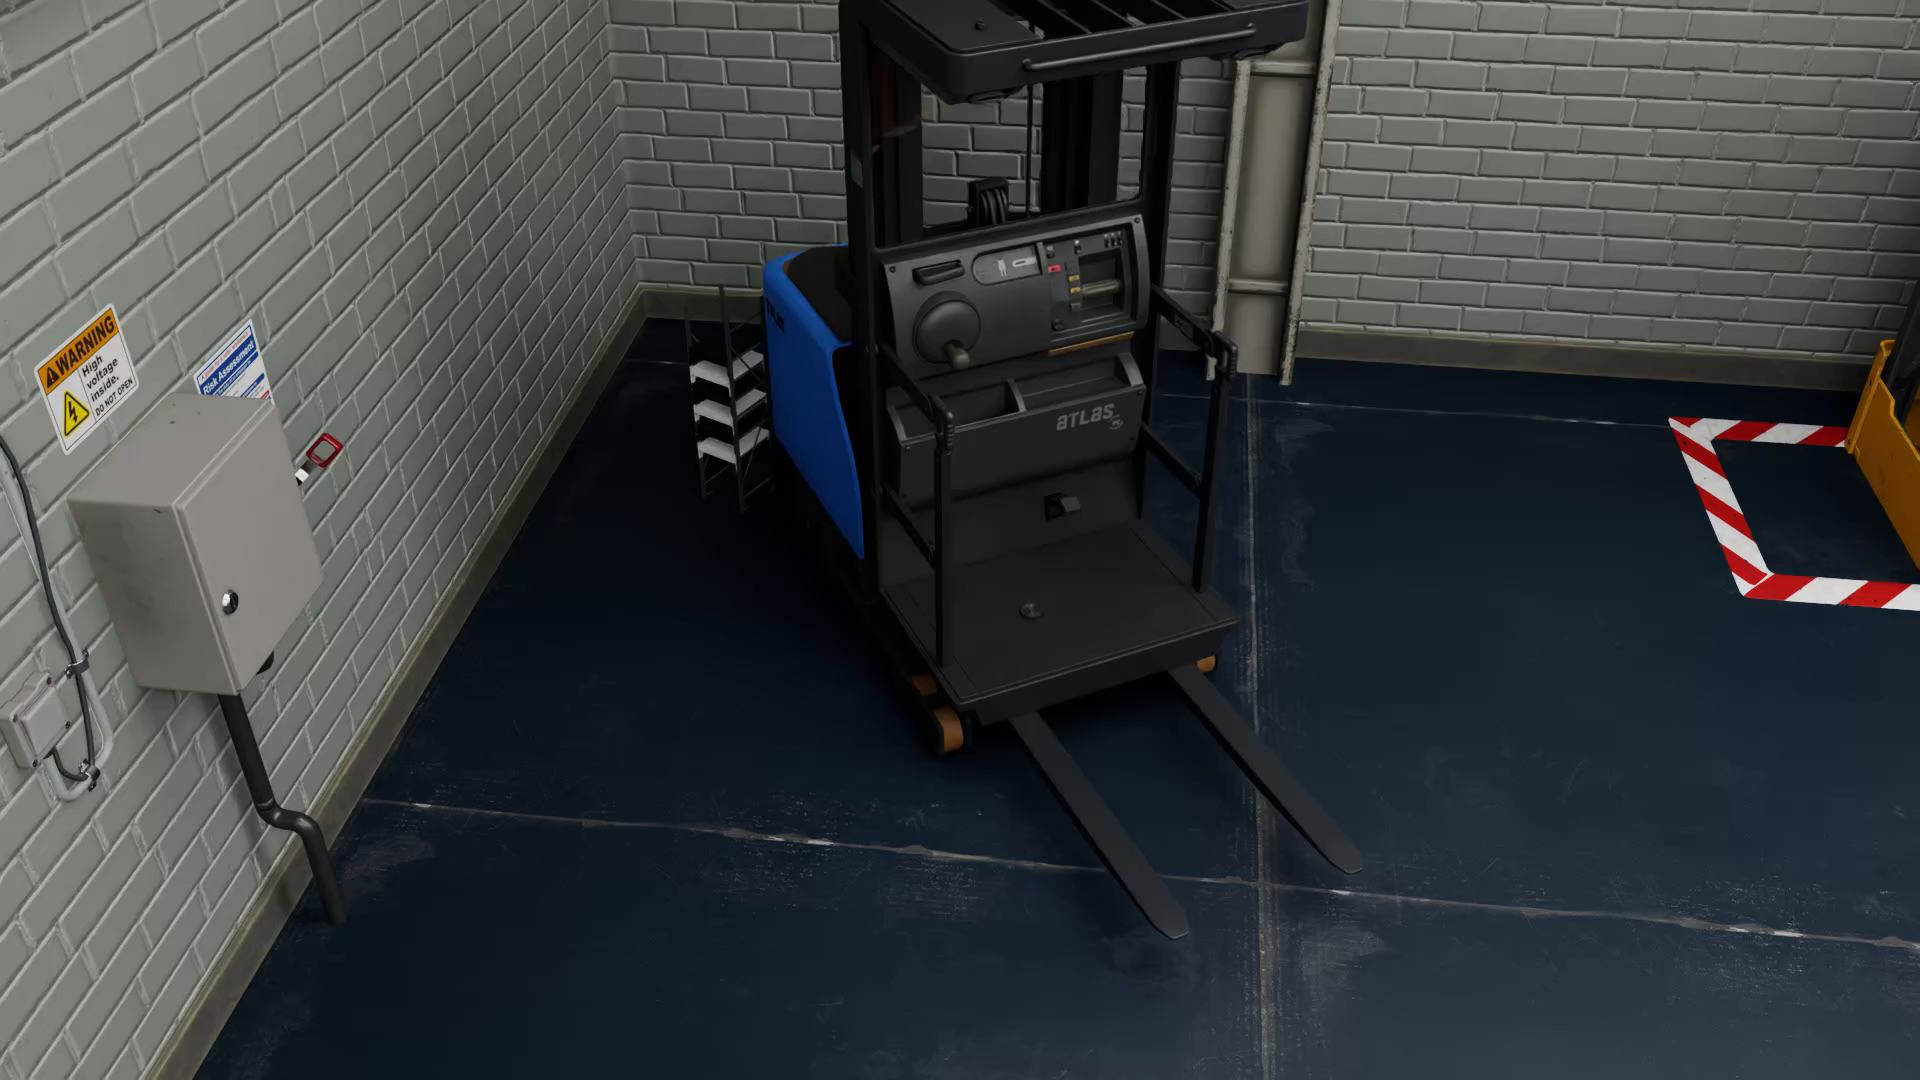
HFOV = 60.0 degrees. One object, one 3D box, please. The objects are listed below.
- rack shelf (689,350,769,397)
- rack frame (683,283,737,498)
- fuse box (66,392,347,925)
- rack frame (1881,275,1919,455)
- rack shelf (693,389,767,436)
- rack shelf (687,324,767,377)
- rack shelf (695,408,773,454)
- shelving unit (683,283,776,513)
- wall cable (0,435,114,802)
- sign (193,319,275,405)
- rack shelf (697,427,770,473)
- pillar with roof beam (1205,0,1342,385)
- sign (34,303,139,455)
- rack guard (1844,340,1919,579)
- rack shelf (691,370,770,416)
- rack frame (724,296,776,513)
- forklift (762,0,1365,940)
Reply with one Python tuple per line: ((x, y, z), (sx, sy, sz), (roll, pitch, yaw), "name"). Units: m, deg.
((-0.928, -0.689, 6.687), (0.200, 0.077, 0.258), (21, 40, 26), "rack shelf")
((-1.015, -0.602, 6.817), (0.006, 0.900, 0.240), (21, 40, 26), "rack frame")
((-1.885, 0.454, 4.641), (0.414, 1.711, 0.539), (4, 36, 6), "fuse box")
((3.927, -1.328, 6.028), (0.127, 3.000, 1.000), (4, 36, 6), "rack frame")
((-0.929, -0.543, 6.792), (0.200, 0.077, 0.258), (21, 40, 26), "rack shelf")
((-0.927, -0.762, 6.635), (0.200, 0.077, 0.258), (21, 40, 26), "rack shelf")
((-0.929, -0.470, 6.845), (0.200, 0.077, 0.258), (21, 40, 26), "rack shelf")
((-0.929, -0.570, 6.773), (0.210, 0.900, 0.258), (21, 40, 26), "shelving unit")
((-2.128, -0.103, 3.437), (0.122, 1.984, 0.588), (4, 36, 6), "wall cable")
((-2.027, -0.332, 4.715), (0.001, 0.494, 0.329), (4, 36, 6), "sign")
((-0.930, -0.397, 6.898), (0.200, 0.077, 0.258), (21, 40, 26), "rack shelf")
((0.820, -2.008, 1.817), (0.400, 9.000, 9.100), (4, 36, 6), "pillar with roof beam")
((-2.097, -0.390, 4.004), (0.001, 0.242, 0.339), (4, 36, 6), "sign")
((4.003, -0.305, 6.746), (0.348, 0.500, 1.175), (4, 36, 6), "rack guard")
((-0.928, -0.616, 6.740), (0.200, 0.077, 0.258), (21, 40, 26), "rack shelf")
((-0.843, -0.538, 6.729), (0.006, 0.900, 0.240), (21, 40, 26), "rack frame")
((0.287, -0.748, 5.274), (1.130, 2.935, 3.031), (-15, 38, -20), "forklift")
